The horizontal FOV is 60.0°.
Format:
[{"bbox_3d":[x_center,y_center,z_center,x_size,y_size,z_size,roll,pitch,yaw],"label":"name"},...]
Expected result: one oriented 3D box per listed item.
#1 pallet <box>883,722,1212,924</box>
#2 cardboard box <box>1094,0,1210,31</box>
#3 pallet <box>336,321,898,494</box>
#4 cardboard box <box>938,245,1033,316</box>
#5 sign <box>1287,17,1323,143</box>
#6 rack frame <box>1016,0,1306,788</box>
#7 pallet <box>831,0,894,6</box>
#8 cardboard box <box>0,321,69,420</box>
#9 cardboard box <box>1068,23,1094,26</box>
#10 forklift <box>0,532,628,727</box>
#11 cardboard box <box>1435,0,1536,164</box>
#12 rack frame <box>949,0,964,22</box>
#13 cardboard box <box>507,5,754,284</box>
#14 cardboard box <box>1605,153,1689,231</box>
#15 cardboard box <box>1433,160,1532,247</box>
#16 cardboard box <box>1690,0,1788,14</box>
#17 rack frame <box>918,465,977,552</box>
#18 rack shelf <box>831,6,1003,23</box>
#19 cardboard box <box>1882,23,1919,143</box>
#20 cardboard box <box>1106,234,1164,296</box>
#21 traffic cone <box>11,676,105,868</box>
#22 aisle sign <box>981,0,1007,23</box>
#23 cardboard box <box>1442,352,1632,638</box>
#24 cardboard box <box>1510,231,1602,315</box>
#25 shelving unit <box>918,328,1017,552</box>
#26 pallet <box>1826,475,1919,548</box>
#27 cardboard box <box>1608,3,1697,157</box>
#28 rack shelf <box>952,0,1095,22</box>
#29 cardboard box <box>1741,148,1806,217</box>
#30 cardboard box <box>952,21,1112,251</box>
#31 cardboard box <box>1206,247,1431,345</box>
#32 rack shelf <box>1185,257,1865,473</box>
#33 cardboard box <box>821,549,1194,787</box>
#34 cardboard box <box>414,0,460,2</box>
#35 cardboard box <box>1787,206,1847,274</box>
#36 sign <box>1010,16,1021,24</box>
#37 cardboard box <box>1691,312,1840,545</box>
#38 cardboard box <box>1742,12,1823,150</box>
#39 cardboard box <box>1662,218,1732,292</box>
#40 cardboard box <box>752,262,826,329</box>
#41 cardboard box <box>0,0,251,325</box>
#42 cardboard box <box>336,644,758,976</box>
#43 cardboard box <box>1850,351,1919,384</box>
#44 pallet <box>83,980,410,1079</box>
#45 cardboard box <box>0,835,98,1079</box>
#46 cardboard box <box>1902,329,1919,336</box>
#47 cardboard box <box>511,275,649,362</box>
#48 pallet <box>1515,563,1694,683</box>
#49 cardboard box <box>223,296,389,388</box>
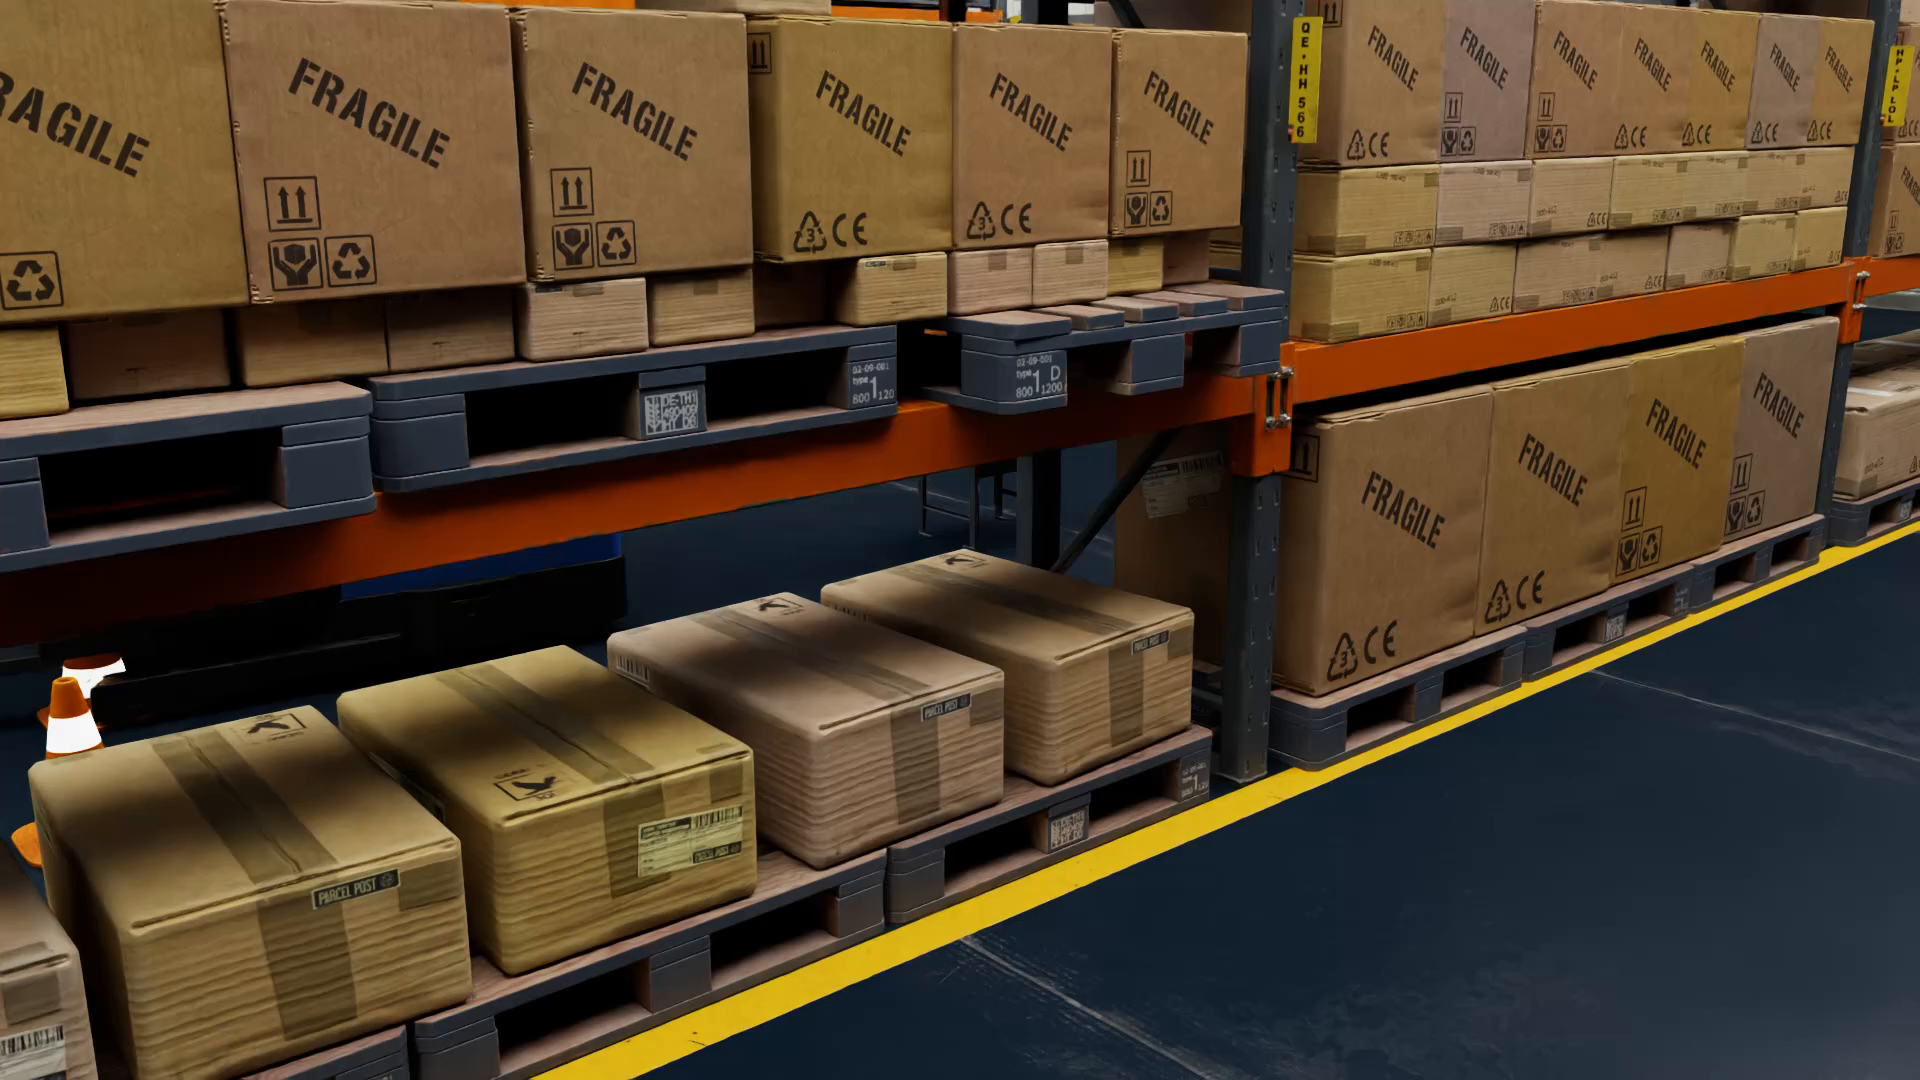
[{"bbox_3d":[-0.031,0.664,4.856,1.213,0.211,1.003,-13,19,-39],"label":"pallet"},{"bbox_3d":[0.778,-1.486,5.368,0.500,0.500,0.500,-13,20,-41],"label":"cardboard box"},{"bbox_3d":[-0.907,-0.380,3.730,1.213,0.211,1.003,-13,19,-39],"label":"pallet"},{"bbox_3d":[-0.044,-0.644,4.021,0.250,0.149,0.380,-14,20,-42],"label":"cardboard box"},{"bbox_3d":[0.923,-1.233,4.462,0.005,0.325,0.100,-13,19,-39],"label":"sign"},{"bbox_3d":[0.559,-0.816,4.991,0.127,3.000,1.000,-13,19,-39],"label":"rack frame"},{"bbox_3d":[-1.385,-5.171,15.656,1.213,0.211,1.003,-13,19,-39],"label":"pallet"},{"bbox_3d":[-1.640,-0.292,2.705,0.250,0.149,0.380,-12,19,-38],"label":"cardboard box"},{"bbox_3d":[0.751,-3.144,11.000,0.500,0.500,0.500,-12,19,-38],"label":"cardboard box"},{"bbox_3d":[-2.799,-0.957,5.653,3.031,2.935,1.130,-9,18,-31],"label":"forklift"},{"bbox_3d":[1.460,-1.469,5.305,0.500,0.500,0.500,-13,19,-39],"label":"cardboard box"},{"bbox_3d":[0.251,-2.440,11.071,0.127,3.000,1.000,-13,19,-39],"label":"rack frame"},{"bbox_3d":[-0.776,-0.812,3.392,0.500,0.500,0.500,-14,20,-42],"label":"cardboard box"},{"bbox_3d":[2.270,-1.275,6.033,0.500,0.250,0.500,-12,19,-38],"label":"cardboard box"},{"bbox_3d":[1.494,-1.110,5.414,0.500,0.250,0.500,-12,19,-38],"label":"cardboard box"},{"bbox_3d":[3.600,-2.452,7.729,0.250,0.149,0.380,-13,20,-40],"label":"cardboard box"},{"bbox_3d":[-0.059,-1.001,7.429,0.015,2.100,0.400,-13,19,-39],"label":"rack frame"},{"bbox_3d":[-1.420,-4.863,15.725,4.000,0.370,1.077,-13,19,-39],"label":"rack shelf"},{"bbox_3d":[4.095,-2.058,7.511,0.500,0.500,0.500,-12,19,-39],"label":"cardboard box"},{"bbox_3d":[0.312,-0.736,4.367,0.250,0.149,0.380,-12,19,-39],"label":"cardboard box"},{"bbox_3d":[-2.442,0.605,4.588,0.334,0.463,0.336,-13,19,-39],"label":"traffic cone"},{"bbox_3d":[0.340,-5.310,16.779,0.004,0.787,0.394,-13,19,-39],"label":"aisle sign"},{"bbox_3d":[1.810,-0.243,6.151,0.875,0.875,0.875,-12,19,-39],"label":"cardboard box"},{"bbox_3d":[1.869,-0.955,5.804,0.500,0.250,0.500,-12,19,-38],"label":"cardboard box"},{"bbox_3d":[0.125,-1.042,7.584,0.503,2.100,0.431,-13,19,-39],"label":"shelving unit"},{"bbox_3d":[4.202,-0.260,8.313,1.213,0.211,1.003,-13,19,-39],"label":"pallet"},{"bbox_3d":[2.243,-1.638,5.940,0.500,0.500,0.500,-12,19,-38],"label":"cardboard box"},{"bbox_3d":[1.760,-3.880,12.046,4.000,0.370,1.077,-13,19,-39],"label":"rack shelf"},{"bbox_3d":[3.032,-1.454,6.703,0.500,0.250,0.500,-12,19,-38],"label":"cardboard box"},{"bbox_3d":[0.016,-0.990,4.059,0.500,0.500,0.500,-13,20,-40],"label":"cardboard box"},{"bbox_3d":[1.094,-0.777,5.137,0.500,0.250,0.500,-13,20,-40],"label":"cardboard box"},{"bbox_3d":[2.068,-0.807,6.352,4.000,0.370,1.077,-13,19,-39],"label":"rack shelf"},{"bbox_3d":[0.126,0.345,4.925,0.625,0.372,0.950,-14,21,-43],"label":"cardboard box"},{"bbox_3d":[-1.119,-1.061,3.070,0.250,0.149,0.380,-11,19,-36],"label":"cardboard box"},{"bbox_3d":[3.404,-1.296,7.079,0.500,0.250,0.500,-13,20,-41],"label":"cardboard box"},{"bbox_3d":[0.192,-1.483,5.244,0.005,0.325,0.100,-13,19,-39],"label":"sign"},{"bbox_3d":[3.162,-0.549,7.296,0.875,0.875,0.875,-12,19,-38],"label":"cardboard box"},{"bbox_3d":[3.019,-1.811,6.586,0.500,0.500,0.500,-12,19,-38],"label":"cardboard box"},{"bbox_3d":[2.626,-1.128,6.451,0.500,0.250,0.500,-13,20,-41],"label":"cardboard box"},{"bbox_3d":[-0.515,-0.576,3.769,0.250,0.149,0.380,-12,19,-39],"label":"cardboard box"},{"bbox_3d":[-1.539,-0.641,2.755,0.500,0.500,0.500,-13,19,-39],"label":"cardboard box"},{"bbox_3d":[-1.001,0.599,3.974,0.625,0.372,0.950,-12,19,-38],"label":"cardboard box"},{"bbox_3d":[4.796,-0.696,8.692,0.875,0.438,0.875,-13,20,-41],"label":"cardboard box"},{"bbox_3d":[-1.872,1.077,3.309,1.213,0.211,1.003,-13,19,-39],"label":"pallet"},{"bbox_3d":[-2.064,0.839,3.074,0.625,0.372,0.950,-12,19,-39],"label":"cardboard box"},{"bbox_3d":[6.162,-1.005,9.850,0.875,0.438,0.875,-14,20,-41],"label":"cardboard box"},{"bbox_3d":[-0.832,-0.467,3.359,0.250,0.149,0.380,-12,19,-37],"label":"cardboard box"},{"bbox_3d":[2.123,0.207,6.566,1.213,0.211,1.003,-13,19,-39],"label":"pallet"},{"bbox_3d":[-1.255,-0.391,3.073,0.250,0.149,0.380,-12,19,-39],"label":"cardboard box"}]
